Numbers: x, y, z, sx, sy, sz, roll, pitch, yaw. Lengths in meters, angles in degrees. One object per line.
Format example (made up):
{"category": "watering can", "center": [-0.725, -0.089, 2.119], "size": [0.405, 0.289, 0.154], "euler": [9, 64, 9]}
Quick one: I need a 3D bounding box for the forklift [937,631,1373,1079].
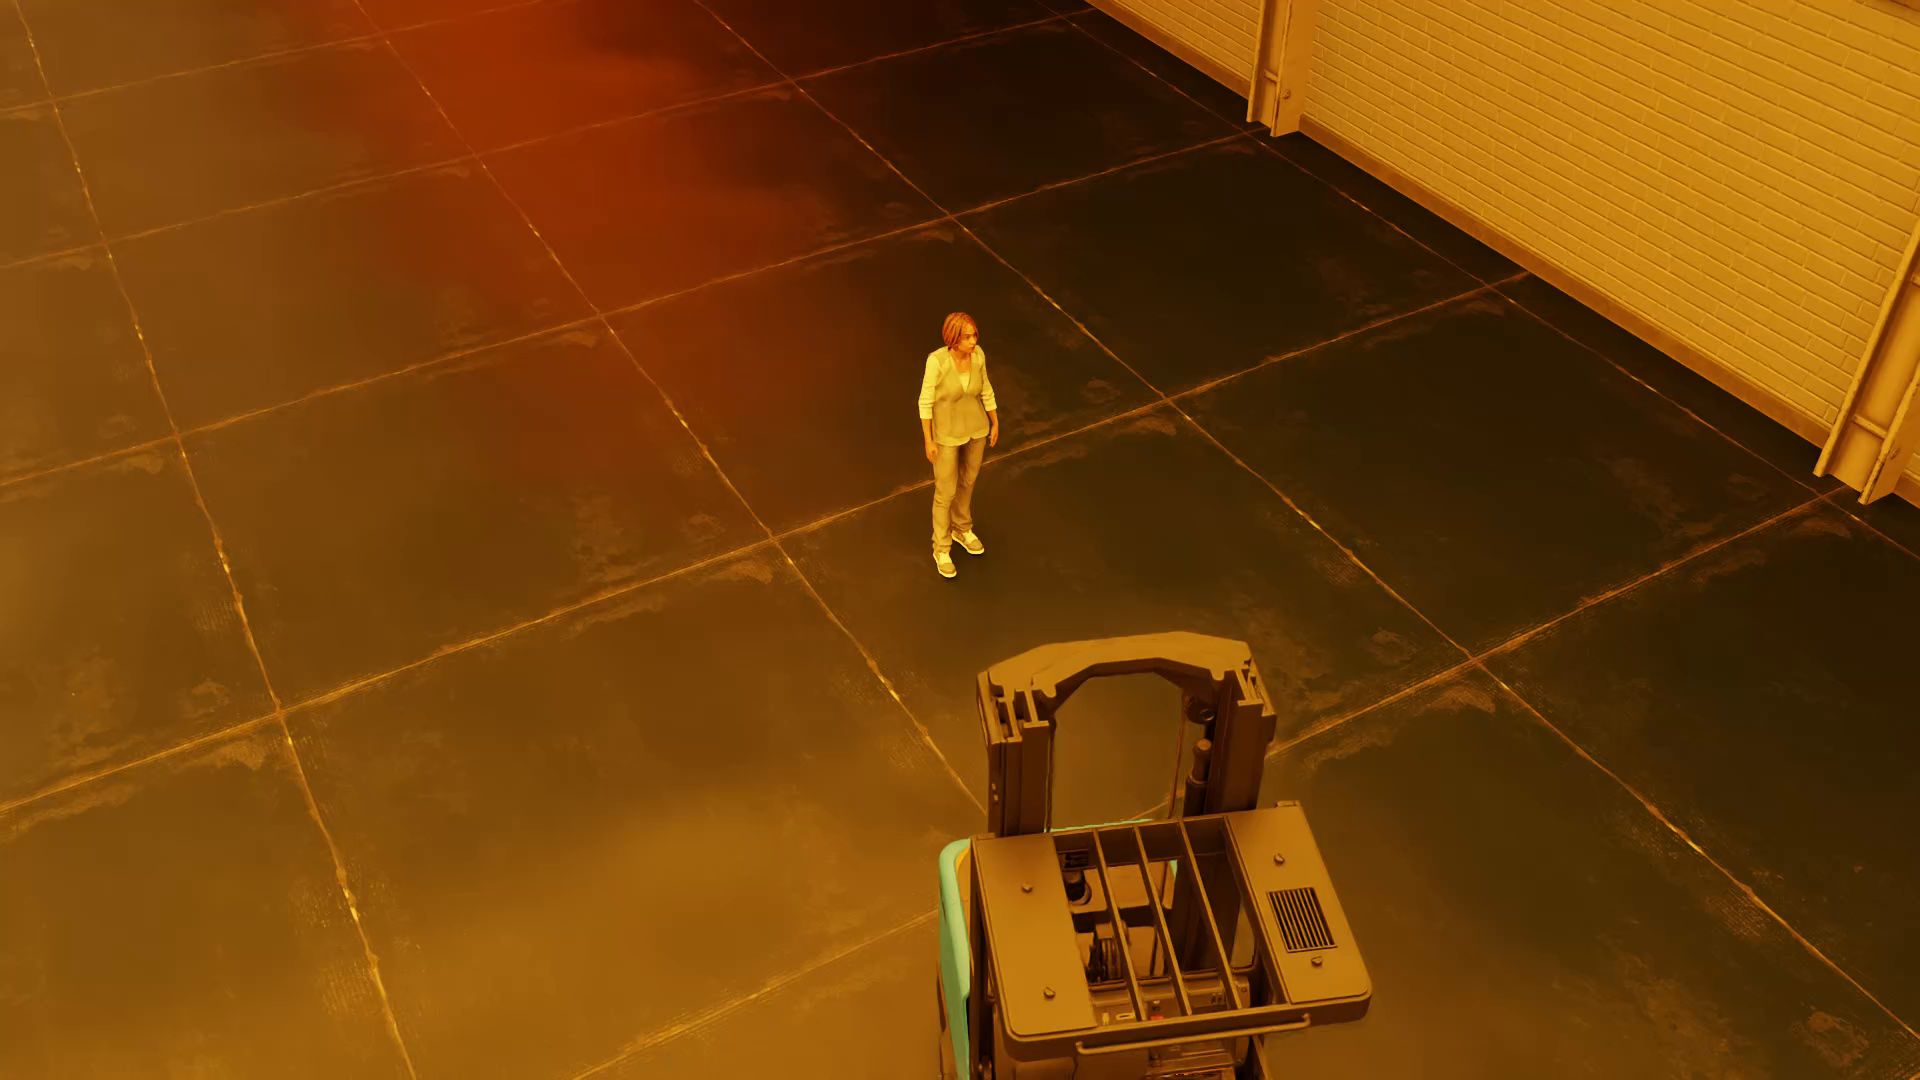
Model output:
{"category": "forklift", "center": [0.612, 1.875, 5.775], "size": [1.130, 2.935, 3.031], "euler": [-5, 40, -6]}

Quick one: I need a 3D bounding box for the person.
{"category": "person", "center": [0.025, -0.575, 9.763], "size": [0.520, 1.597, 0.475], "euler": [-20, 44, -23]}
